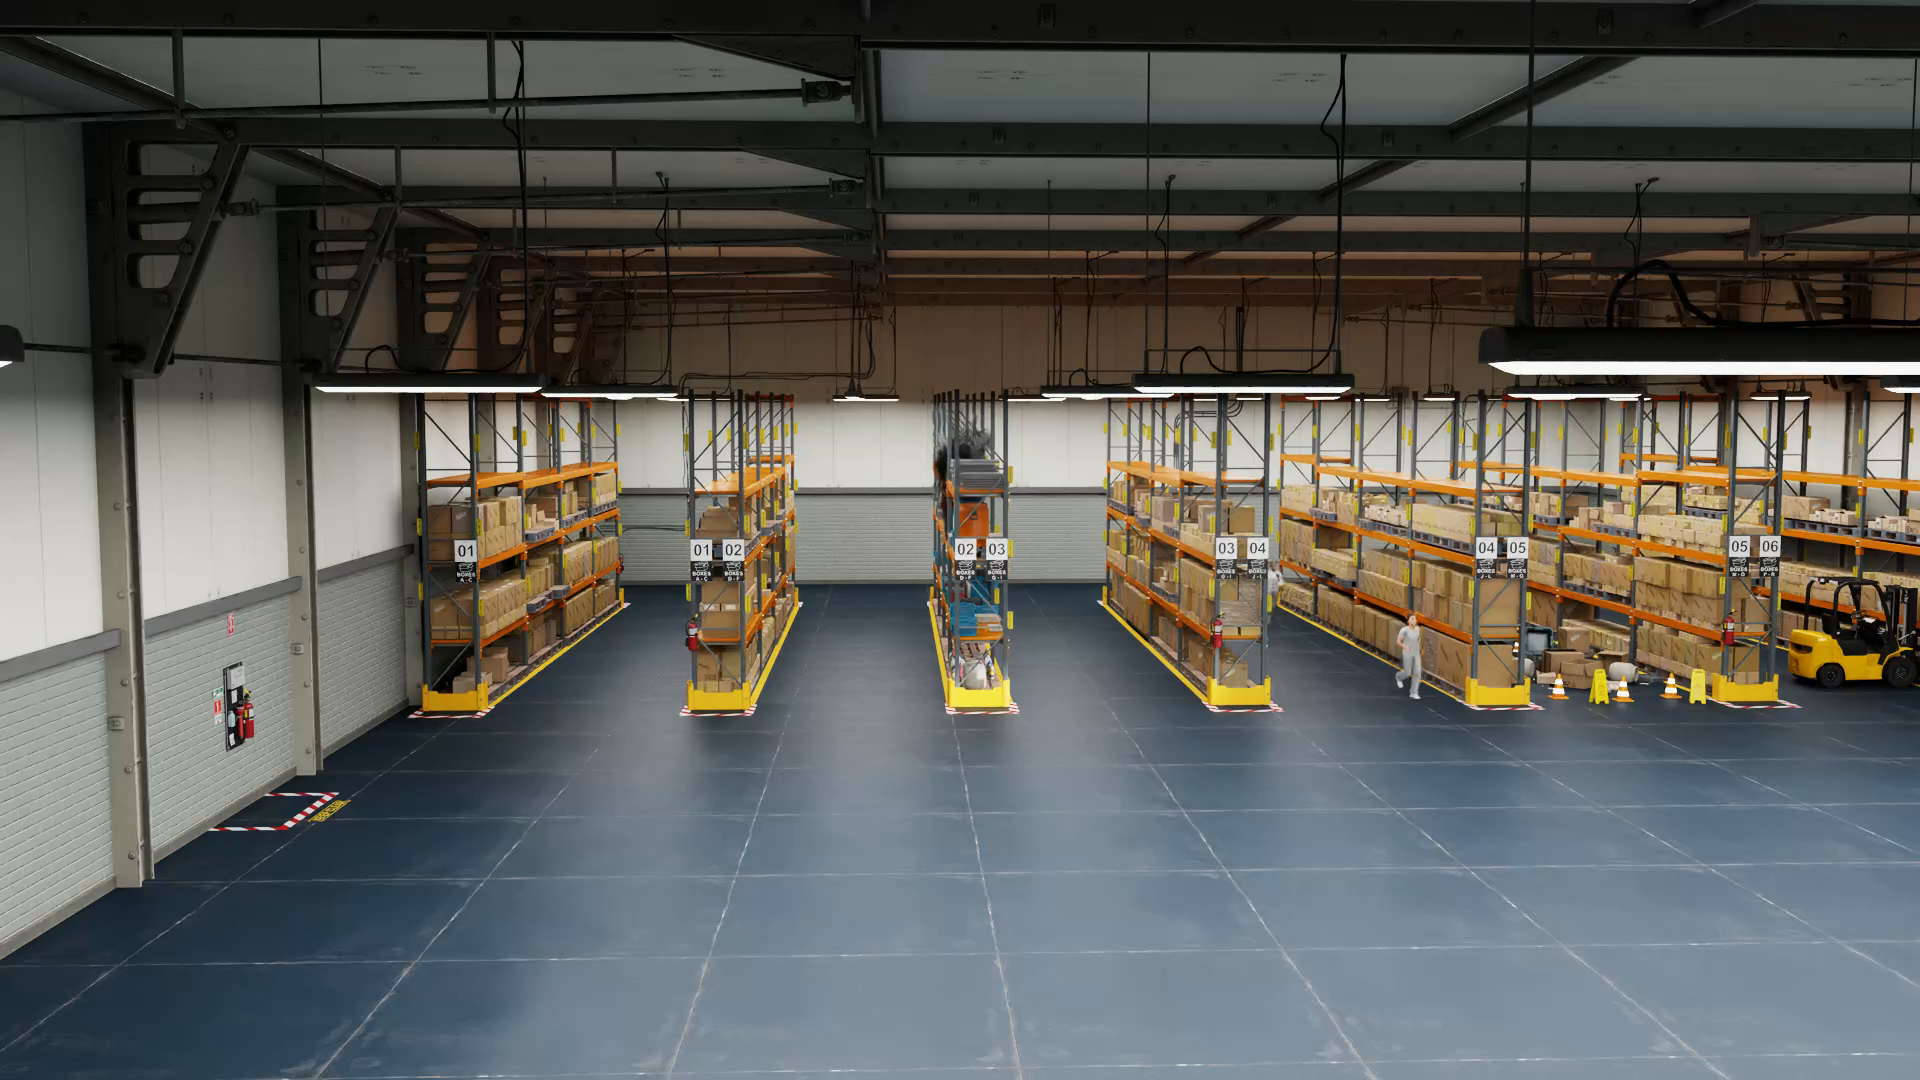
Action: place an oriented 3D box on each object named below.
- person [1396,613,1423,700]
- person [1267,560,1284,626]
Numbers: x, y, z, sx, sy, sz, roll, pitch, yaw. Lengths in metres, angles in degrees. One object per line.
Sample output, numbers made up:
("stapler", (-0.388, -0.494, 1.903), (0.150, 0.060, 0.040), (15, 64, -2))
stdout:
("person", (8.820, 2.254, 32.571), (0.568, 1.653, 0.843), (-1, 5, -12))
("person", (8.103, 1.370, 43.142), (0.572, 1.709, 0.783), (0, 5, -5))
